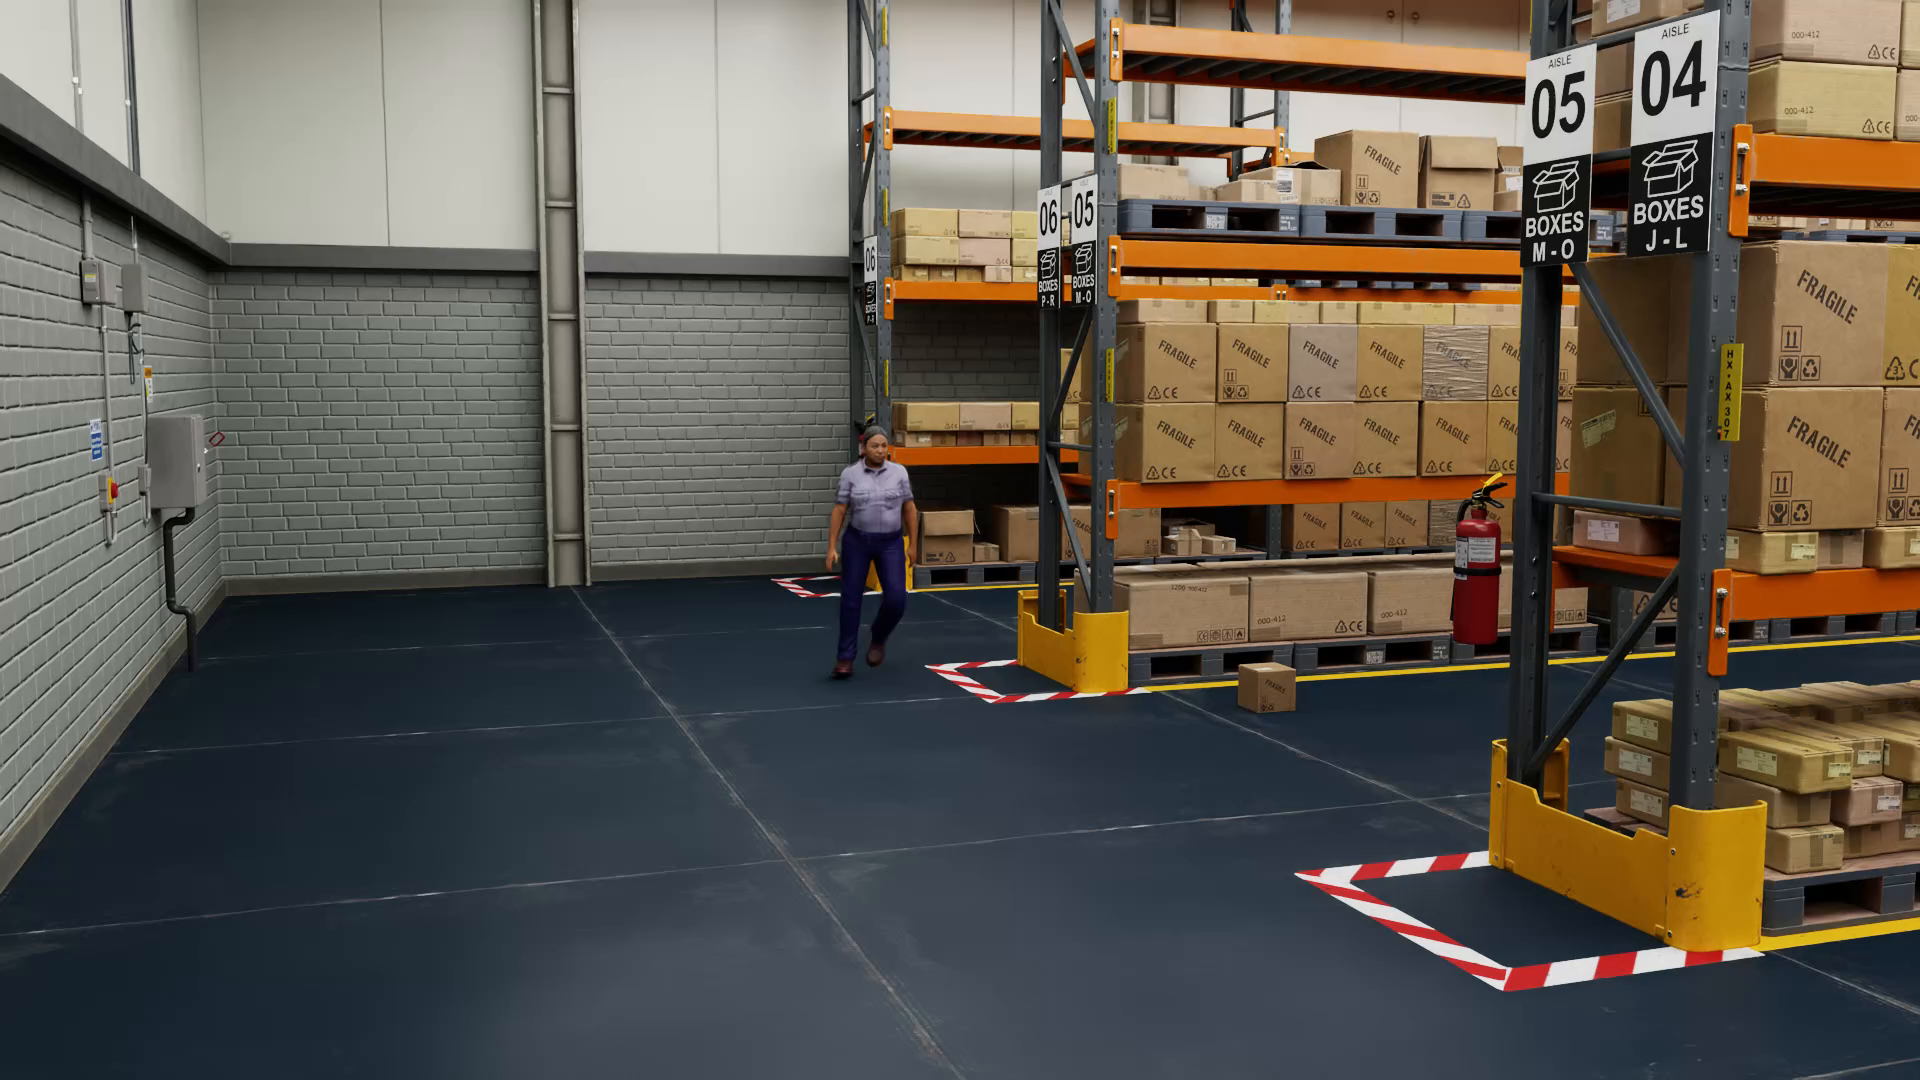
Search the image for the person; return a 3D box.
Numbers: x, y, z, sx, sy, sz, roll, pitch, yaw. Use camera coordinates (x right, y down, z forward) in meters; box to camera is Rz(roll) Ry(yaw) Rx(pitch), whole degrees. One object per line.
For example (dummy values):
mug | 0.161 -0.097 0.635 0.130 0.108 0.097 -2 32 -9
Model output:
person | -0.586 0.060 10.899 0.618 1.627 0.485 -1 6 -9
